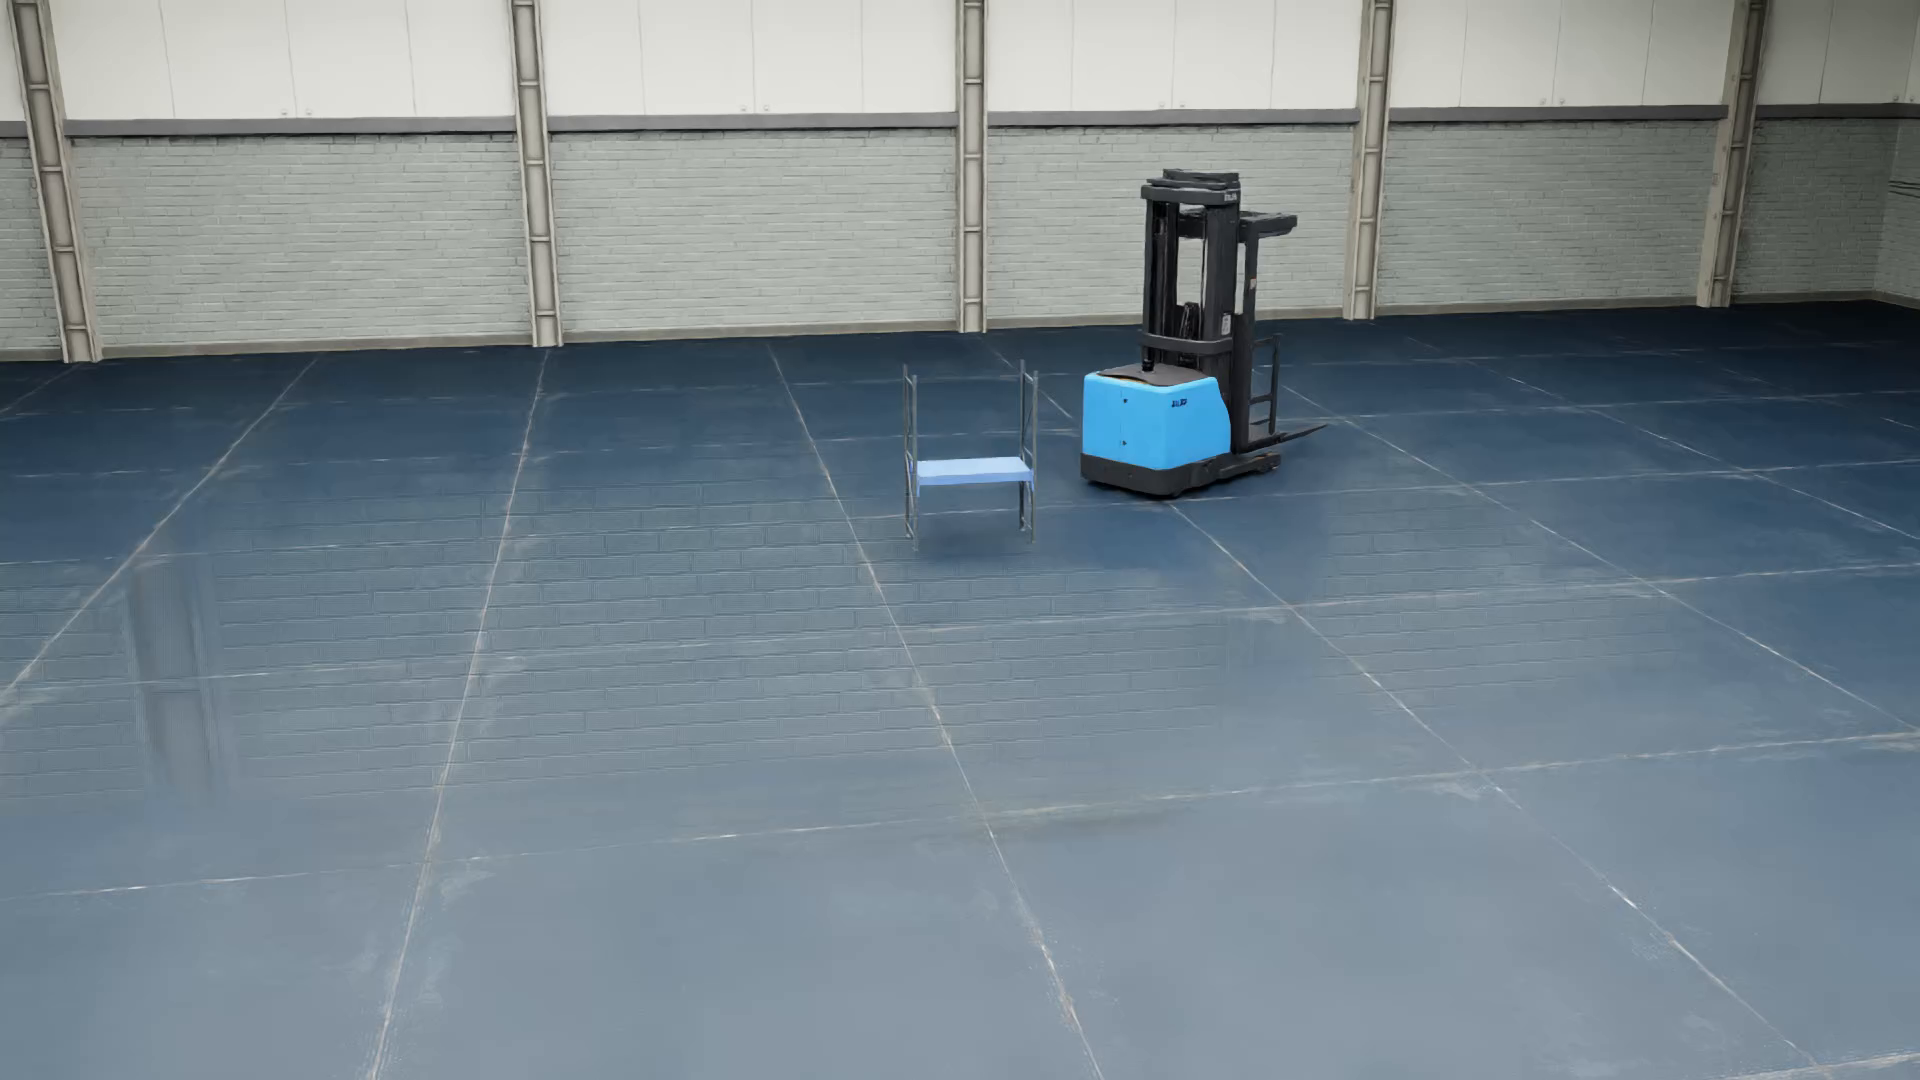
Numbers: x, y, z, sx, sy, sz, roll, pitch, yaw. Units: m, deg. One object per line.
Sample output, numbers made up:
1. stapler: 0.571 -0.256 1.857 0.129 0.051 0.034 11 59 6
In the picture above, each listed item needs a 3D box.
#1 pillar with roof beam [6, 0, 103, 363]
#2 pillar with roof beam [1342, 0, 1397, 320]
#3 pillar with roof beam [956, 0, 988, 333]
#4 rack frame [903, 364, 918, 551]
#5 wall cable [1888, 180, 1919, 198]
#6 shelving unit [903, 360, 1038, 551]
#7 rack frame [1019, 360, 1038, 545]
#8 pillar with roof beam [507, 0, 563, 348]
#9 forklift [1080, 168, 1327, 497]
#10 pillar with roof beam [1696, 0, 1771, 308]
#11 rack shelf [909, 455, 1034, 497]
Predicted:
1. pillar with roof beam: -10.803 -5.440 16.695 0.400 9.000 9.100 -3 17 -10
2. pillar with roof beam: 6.870 -6.442 19.959 0.400 9.000 9.100 -3 17 -10
3. pillar with roof beam: 0.979 -6.108 18.871 0.400 9.000 9.100 -3 17 -10
4. rack frame: -0.415 -0.693 14.015 0.032 1.500 0.500 -3 17 -10
5. wall cable: 15.088 -6.316 24.837 0.112 2.526 3.097 -3 17 -10
6. shelving unit: 0.084 -0.722 14.107 1.048 1.500 0.538 -3 17 -10
7. rack frame: 0.583 -0.750 14.199 0.032 1.500 0.500 -3 17 -10
8. pillar with roof beam: -4.912 -5.774 17.783 0.400 9.000 9.100 -3 17 -10
9. forklift: 2.559 -2.157 16.343 1.130 2.935 3.031 16 23 42
10. pillar with roof beam: 12.761 -6.776 21.047 0.400 9.000 9.100 -3 17 -10
11. rack shelf: 0.084 -0.550 14.160 1.000 0.185 0.538 -3 17 -10
